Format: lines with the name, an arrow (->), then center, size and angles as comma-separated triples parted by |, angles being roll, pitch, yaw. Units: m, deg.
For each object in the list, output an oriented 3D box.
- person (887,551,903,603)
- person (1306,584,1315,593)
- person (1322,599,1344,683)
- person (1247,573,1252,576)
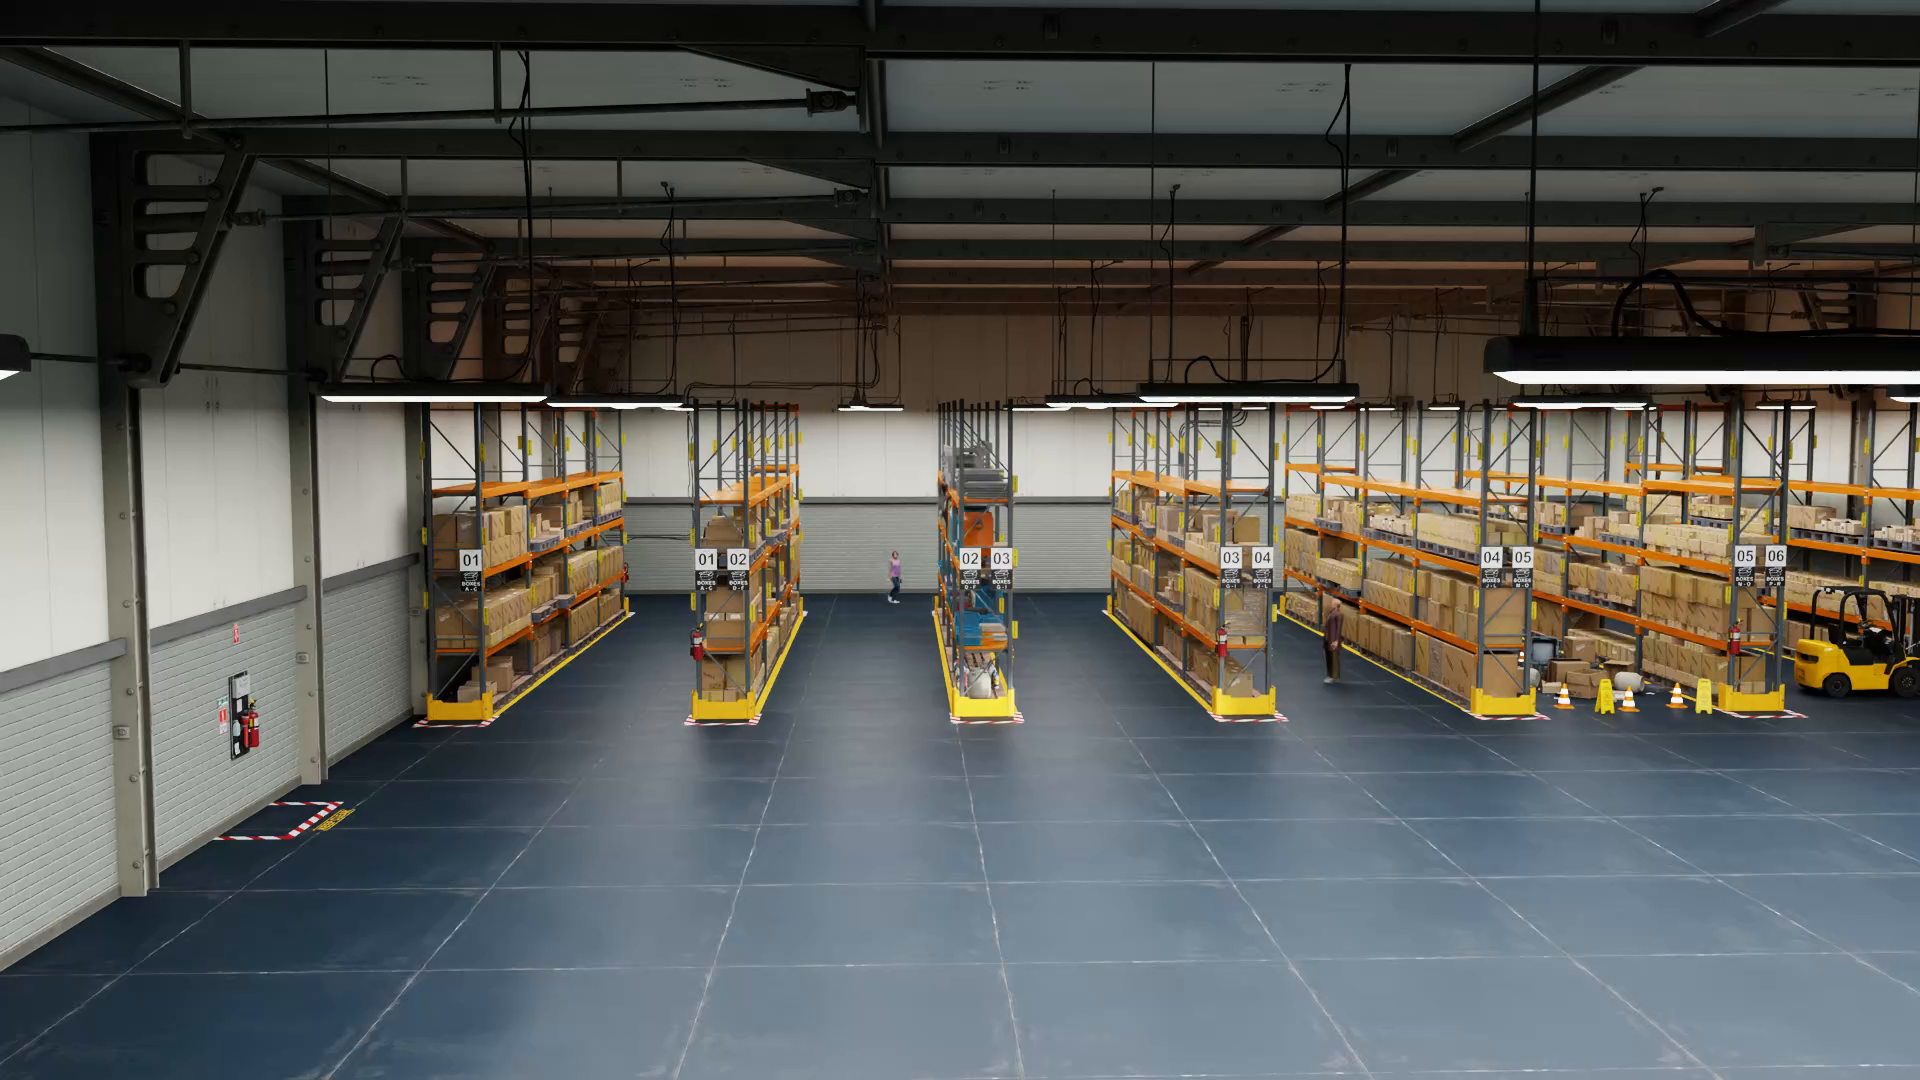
person -> -1.950, 1.135, 50.058 | 0.429, 1.560, 0.436 | 3, 5, 32
person -> 10.418, 1.073, 48.826 | 0.650, 1.696, 0.609 | 2, 5, 21
person -> 7.928, 2.152, 35.506 | 0.513, 1.800, 0.605 | -2, 5, -23
person -> 8.876, 1.089, 50.164 | 0.482, 1.555, 0.802 | 1, 4, 14
